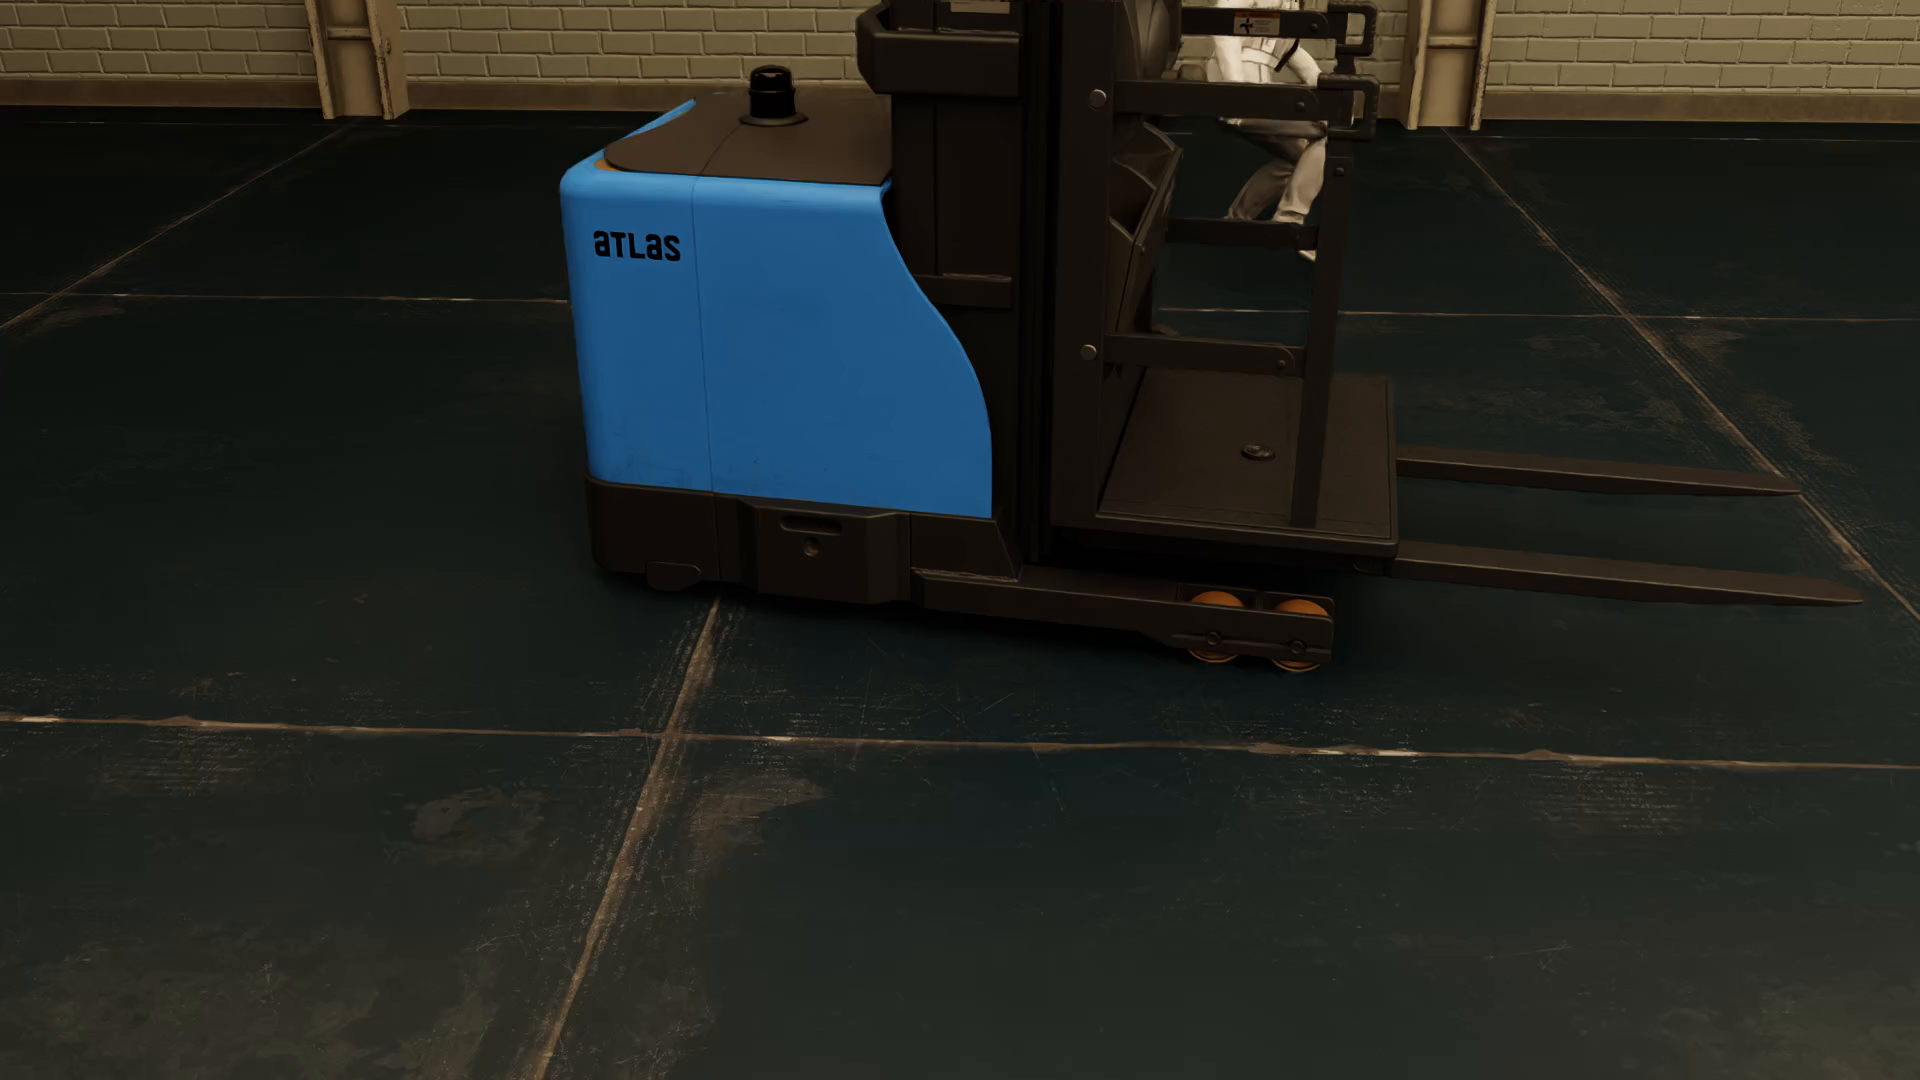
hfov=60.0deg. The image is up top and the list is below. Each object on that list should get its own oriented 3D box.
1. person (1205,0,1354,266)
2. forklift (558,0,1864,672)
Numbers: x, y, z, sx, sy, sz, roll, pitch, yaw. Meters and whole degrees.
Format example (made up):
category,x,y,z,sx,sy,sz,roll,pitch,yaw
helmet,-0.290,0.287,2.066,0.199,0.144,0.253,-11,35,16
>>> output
category,x,y,z,sx,sy,sz,roll,pitch,yaw
person,1.257,-1.773,6.539,0.633,1.455,0.740,4,27,8
forklift,0.624,-1.263,3.769,3.031,2.935,1.130,6,27,11
